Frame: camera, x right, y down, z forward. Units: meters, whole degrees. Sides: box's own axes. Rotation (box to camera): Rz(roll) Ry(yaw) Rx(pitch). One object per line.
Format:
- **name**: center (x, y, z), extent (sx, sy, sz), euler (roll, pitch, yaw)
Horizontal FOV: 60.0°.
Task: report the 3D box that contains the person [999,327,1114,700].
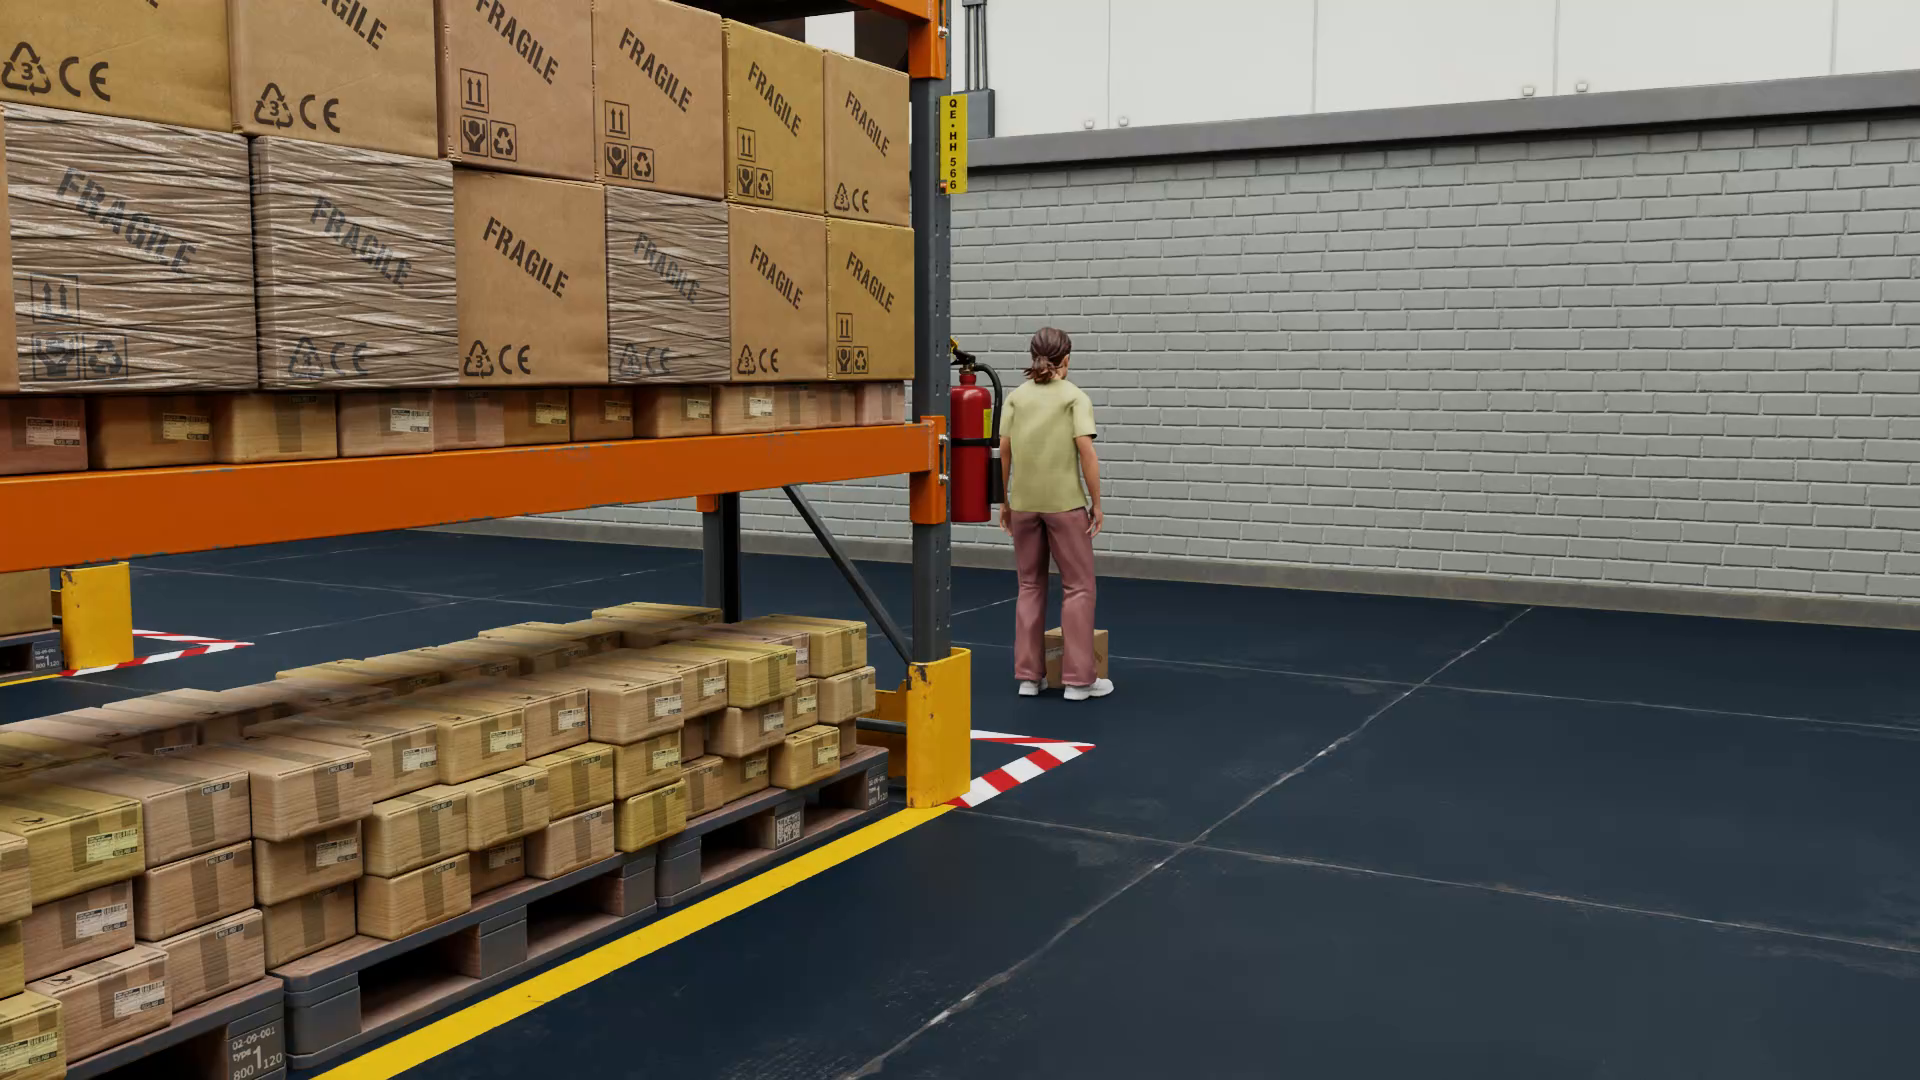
- **person**: center (0.416, -0.126, 7.532), extent (0.518, 1.671, 0.365), euler (3, 7, 25)
